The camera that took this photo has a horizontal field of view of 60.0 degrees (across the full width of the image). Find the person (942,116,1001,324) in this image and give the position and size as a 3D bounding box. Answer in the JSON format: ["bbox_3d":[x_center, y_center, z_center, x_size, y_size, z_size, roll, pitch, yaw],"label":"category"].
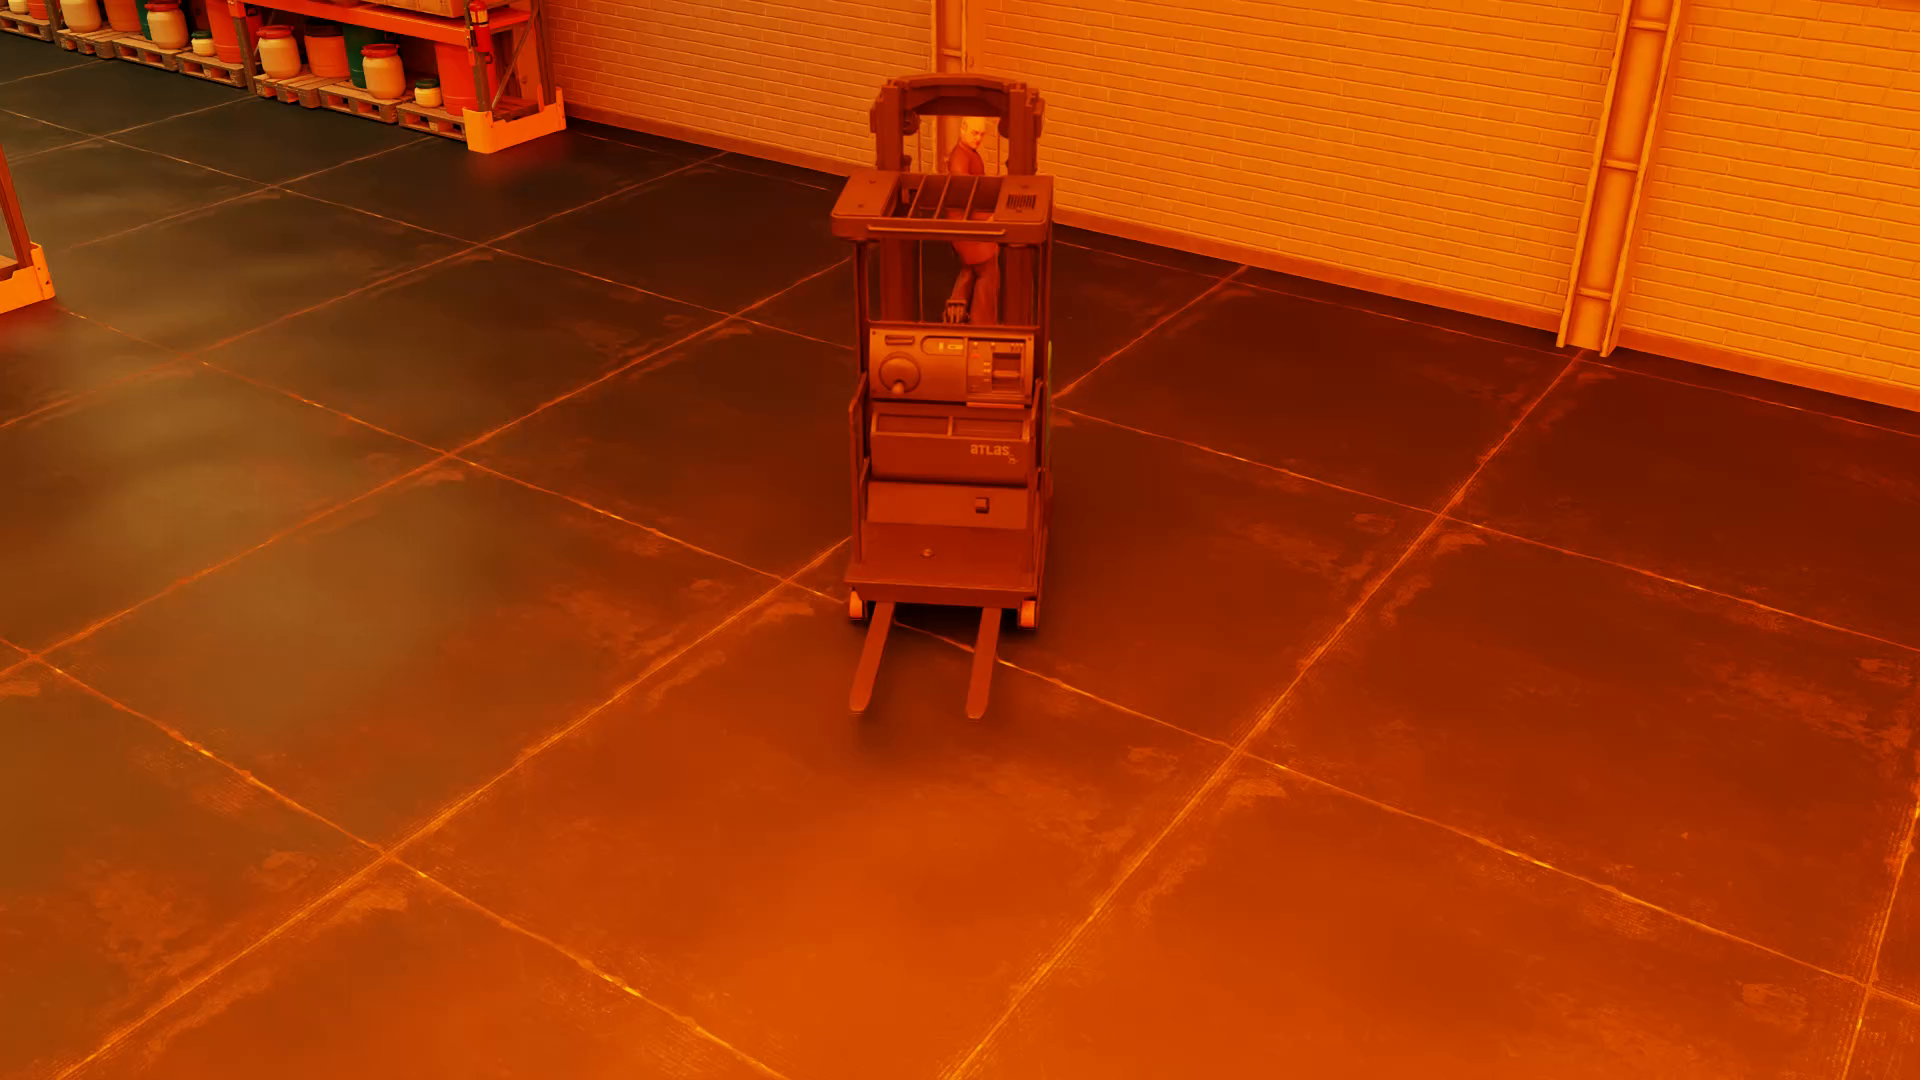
[{"bbox_3d":[0.129,-2.458,13.010,0.551,1.745,0.788,-5,31,-9],"label":"person"}]

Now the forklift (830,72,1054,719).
[{"bbox_3d":[-0.069,-0.938,9.196,1.130,2.935,3.031,3,30,5],"label":"forklift"}]
